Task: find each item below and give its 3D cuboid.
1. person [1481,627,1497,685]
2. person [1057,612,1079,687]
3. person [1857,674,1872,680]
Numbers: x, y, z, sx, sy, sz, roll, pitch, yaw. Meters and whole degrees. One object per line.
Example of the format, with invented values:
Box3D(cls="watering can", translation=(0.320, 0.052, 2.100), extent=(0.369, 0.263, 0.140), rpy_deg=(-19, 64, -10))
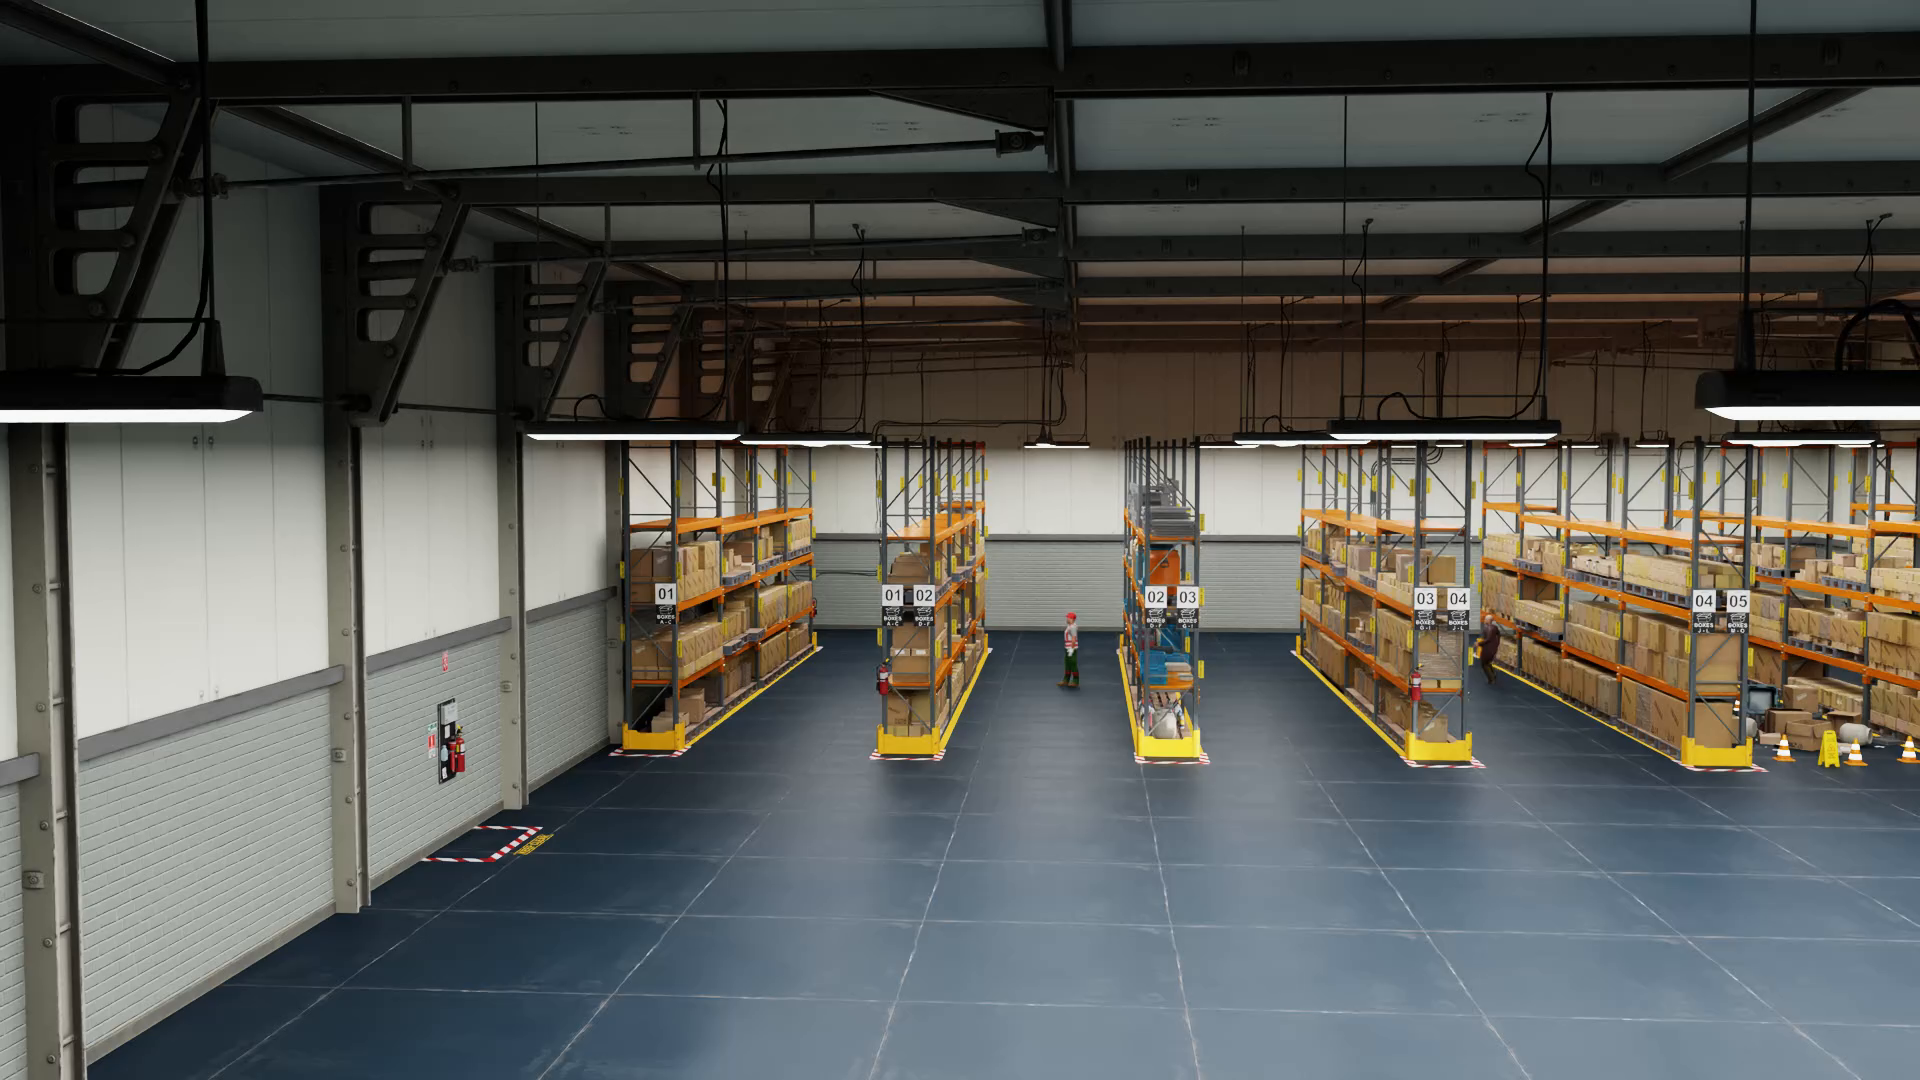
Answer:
Box3D(cls="person", translation=(12.967, 2.808, 40.751), extent=(0.594, 1.475, 0.560), rpy_deg=(-2, 4, -29))
Box3D(cls="person", translation=(2.632, 2.662, 40.439), extent=(0.512, 1.803, 0.572), rpy_deg=(0, 3, -2))
Box3D(cls="person", translation=(22.575, 2.638, 41.530), extent=(0.640, 1.769, 0.593), rpy_deg=(-1, 3, -16))
